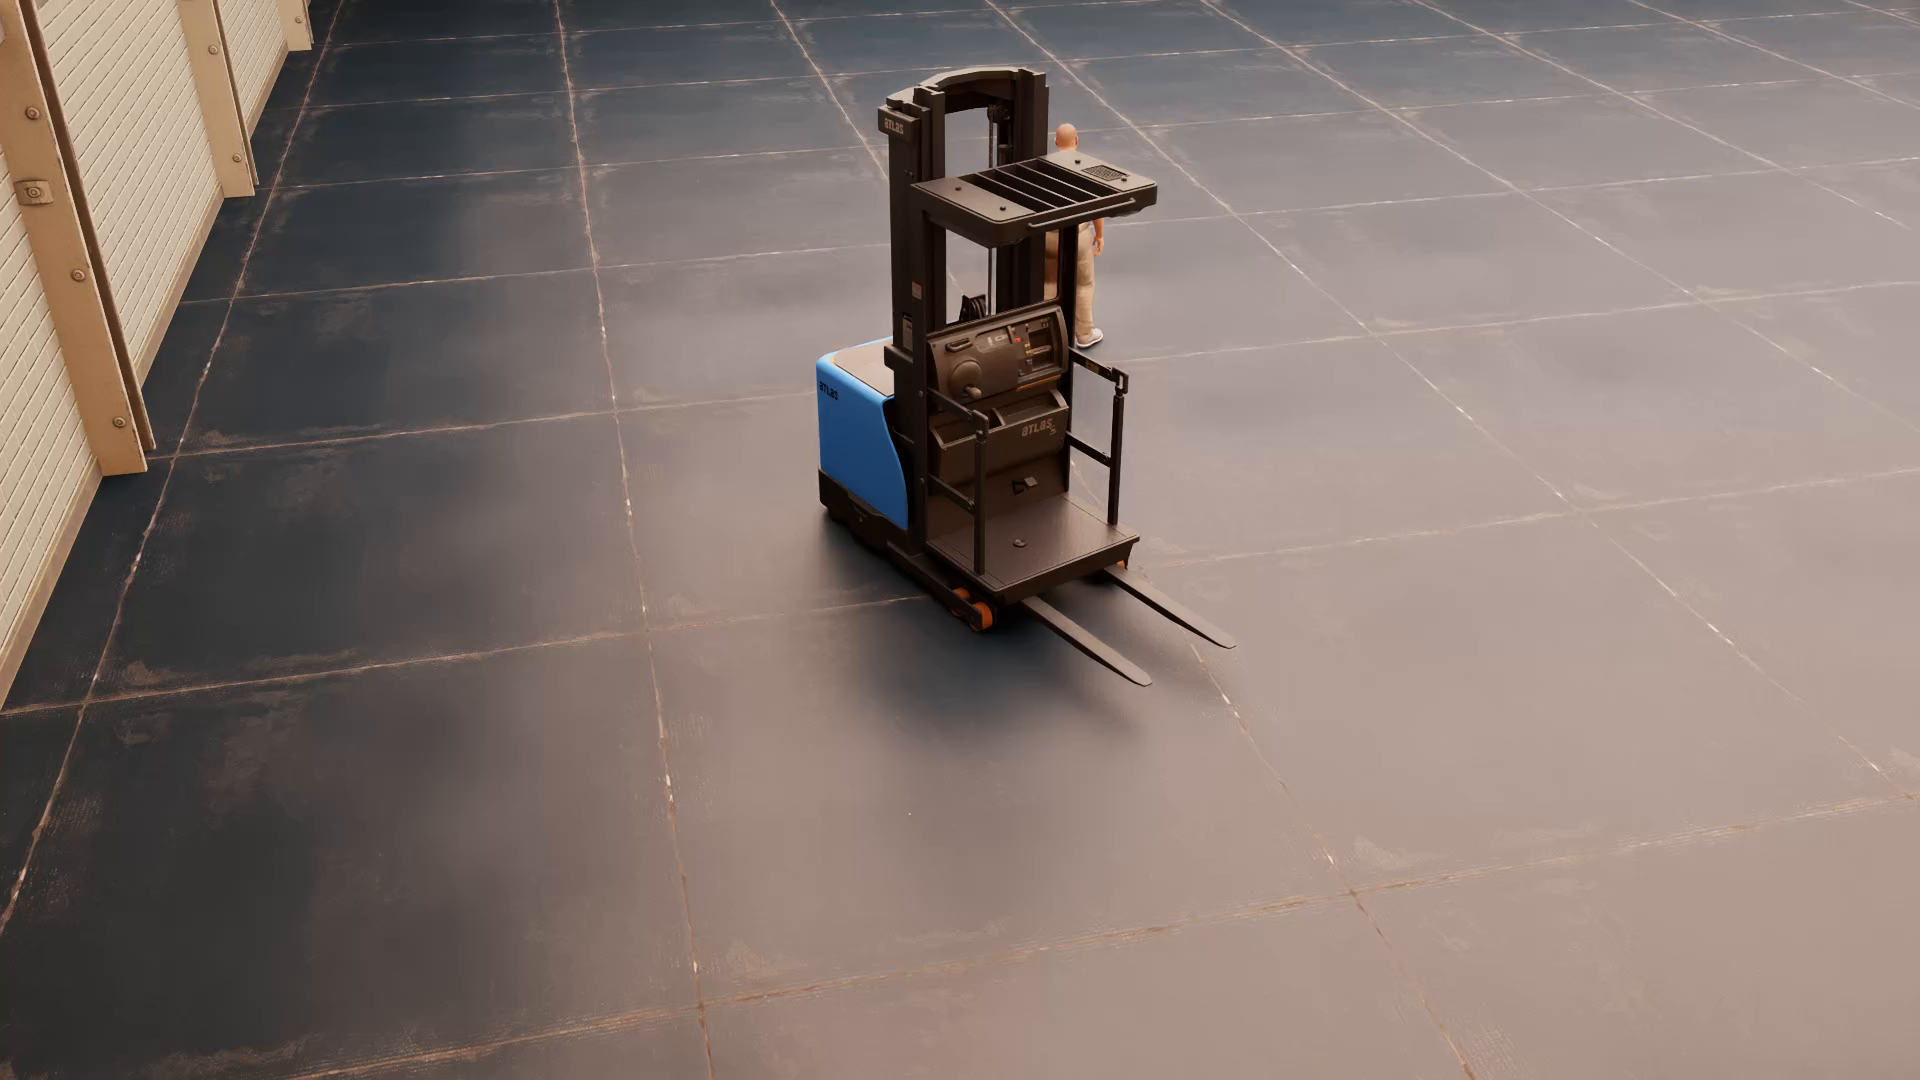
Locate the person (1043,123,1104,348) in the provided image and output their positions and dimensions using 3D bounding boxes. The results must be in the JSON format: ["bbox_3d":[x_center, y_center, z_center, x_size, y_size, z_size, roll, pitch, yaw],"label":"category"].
[{"bbox_3d":[0.817,-2.335,12.808,0.607,1.727,0.395,7,31,11],"label":"person"}]

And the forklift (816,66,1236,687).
[{"bbox_3d":[0.355,-1.021,9.338,1.130,2.935,3.031,-20,35,-30],"label":"forklift"}]
